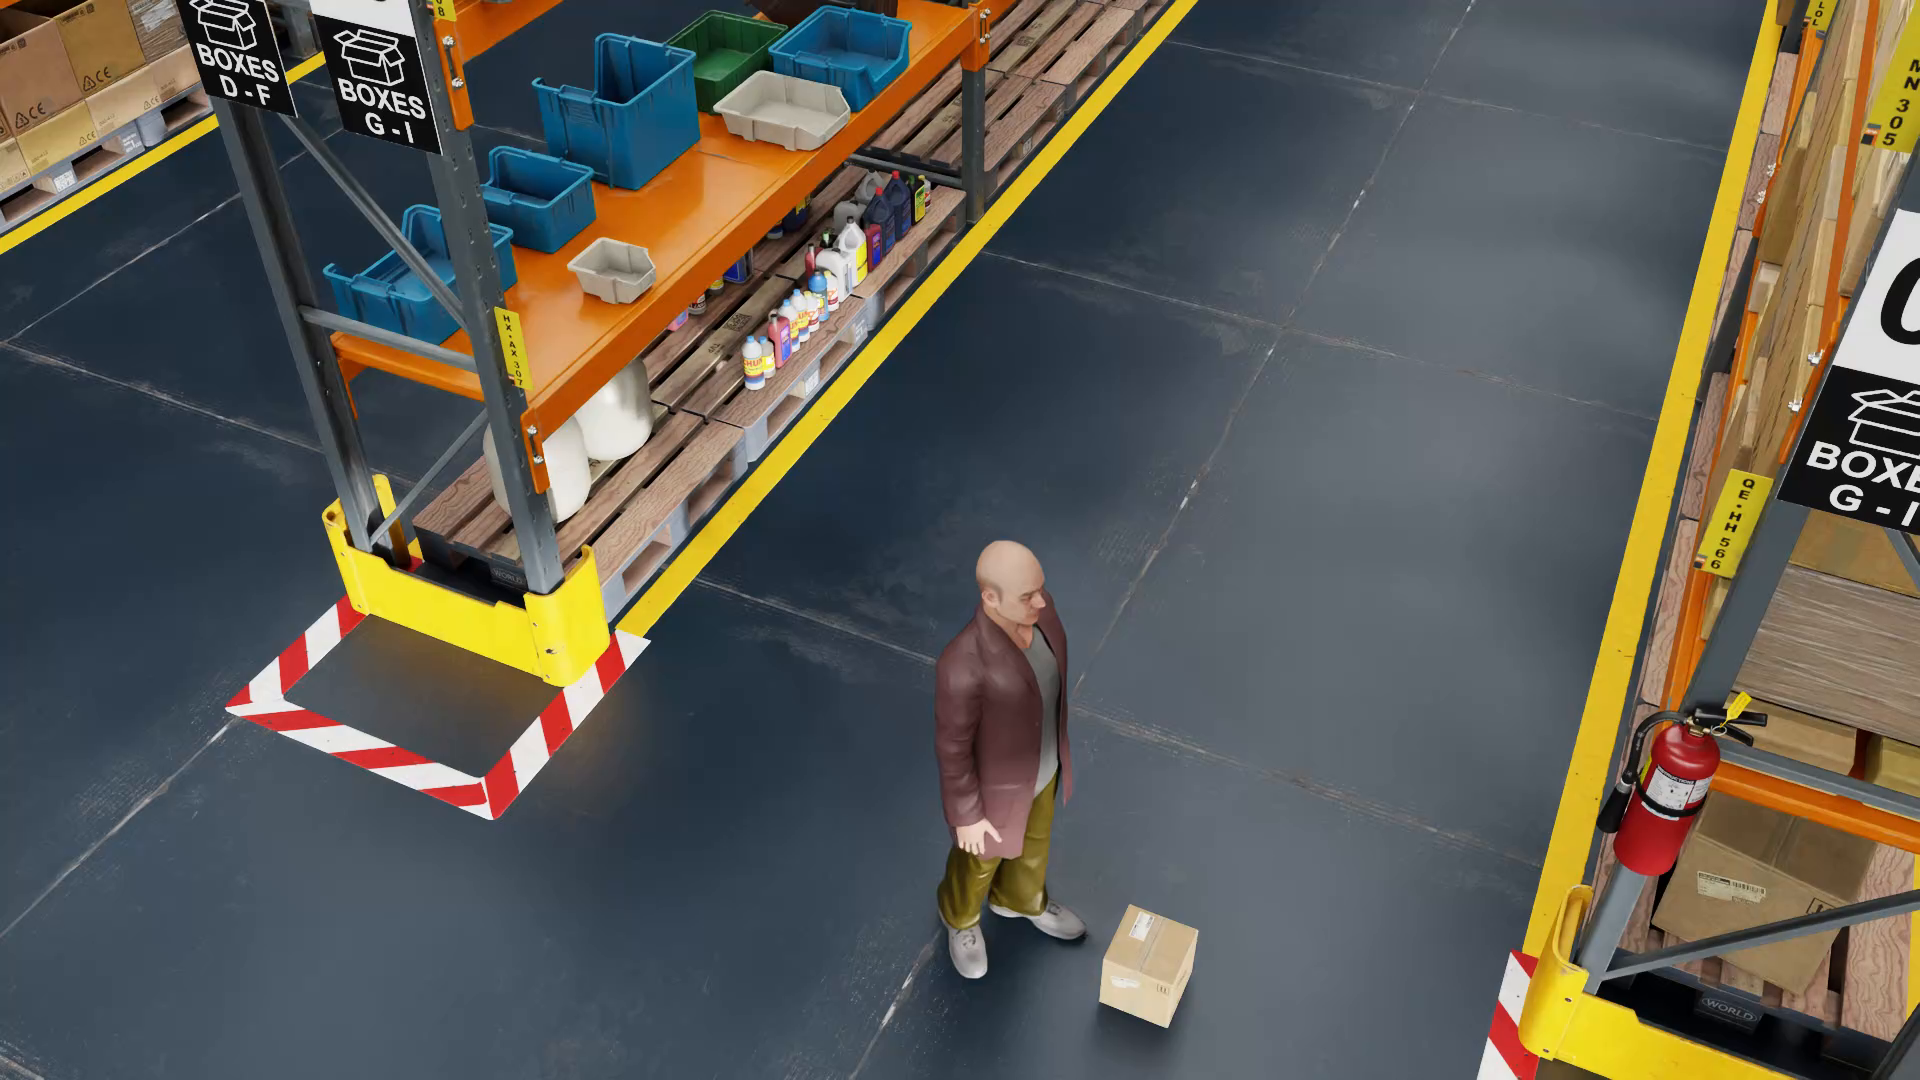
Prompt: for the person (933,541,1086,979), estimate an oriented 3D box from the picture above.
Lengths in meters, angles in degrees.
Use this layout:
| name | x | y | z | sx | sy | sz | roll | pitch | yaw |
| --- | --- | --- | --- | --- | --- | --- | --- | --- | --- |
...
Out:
| name | x | y | z | sx | sy | sz | roll | pitch | yaw |
| --- | --- | --- | --- | --- | --- | --- | --- | --- | --- |
| person | 0.152 | 0.726 | 5.332 | 0.495 | 1.782 | 0.643 | 26 | 48 | 27 |
